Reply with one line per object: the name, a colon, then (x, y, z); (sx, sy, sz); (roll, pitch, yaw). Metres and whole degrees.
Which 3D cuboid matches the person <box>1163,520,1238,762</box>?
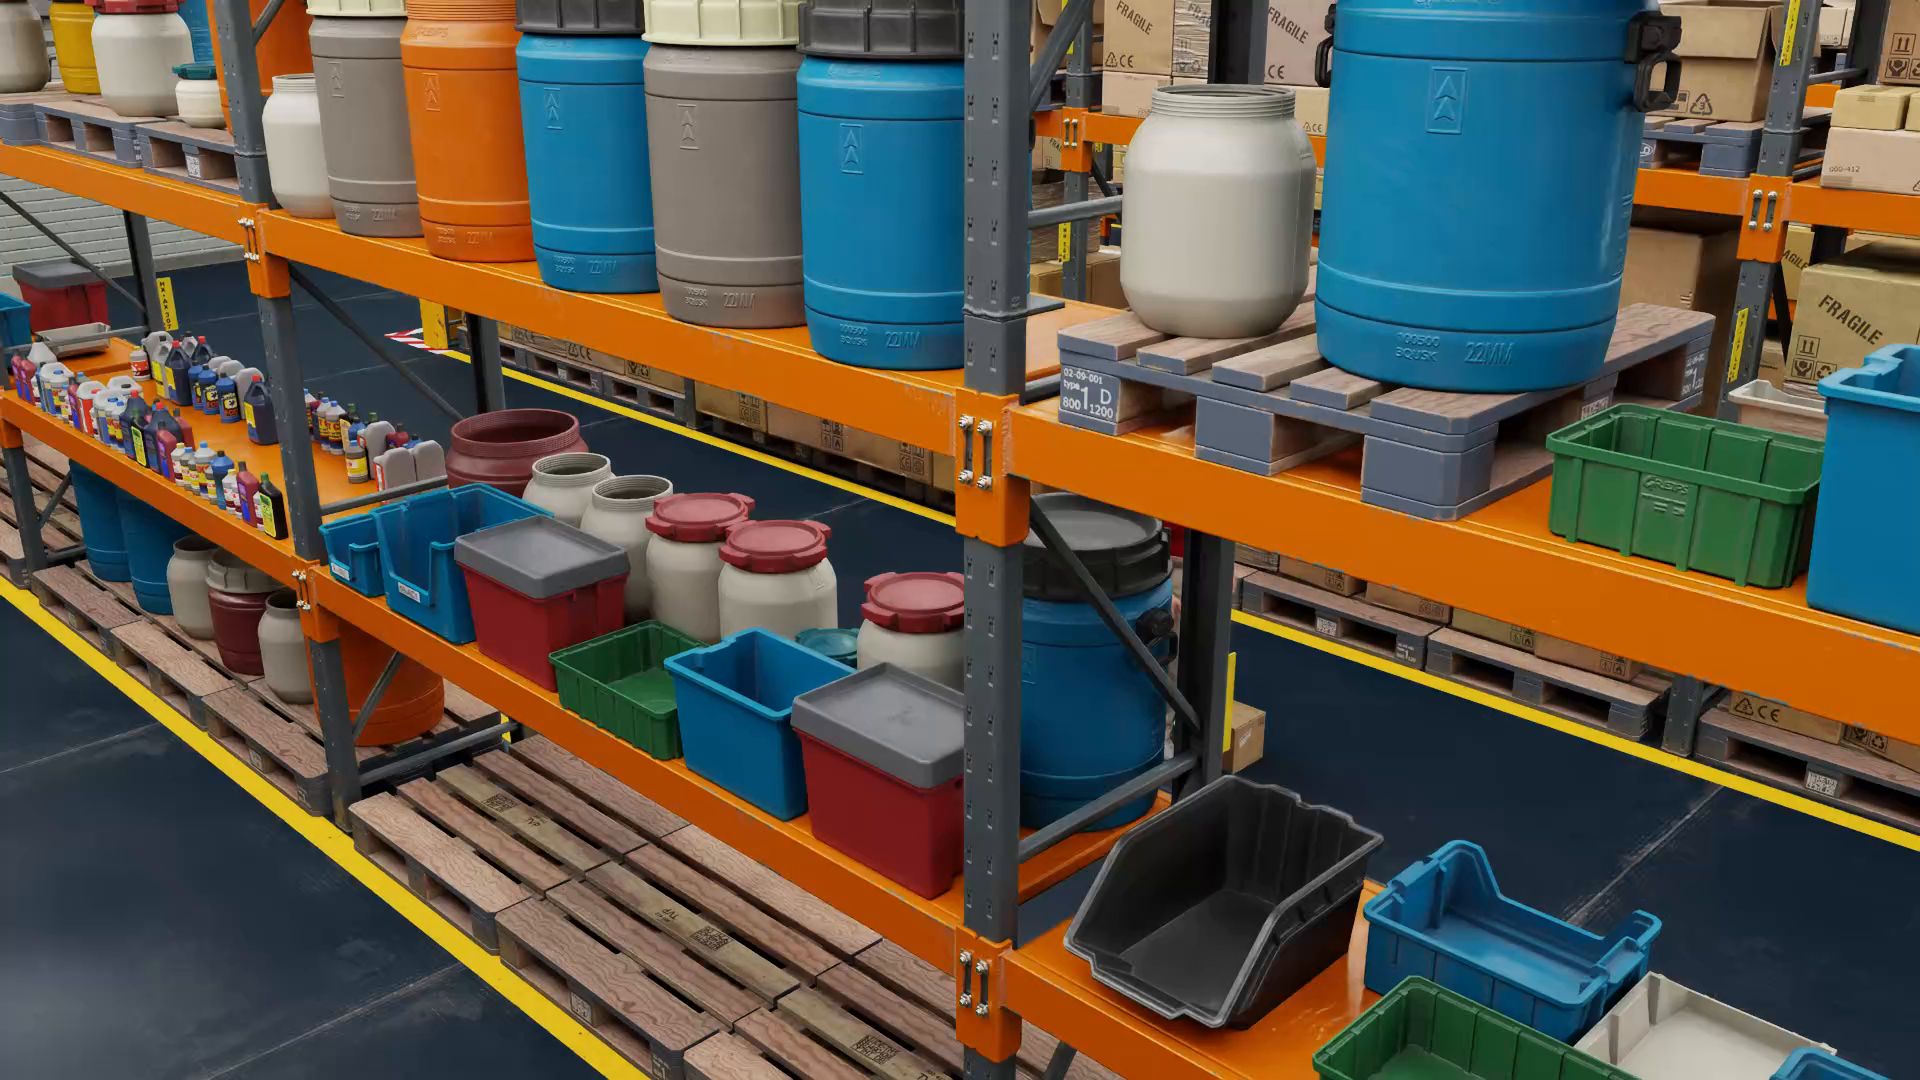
person: (1.128, 0.204, 8.048); (0.393, 1.727, 0.586); (19, 28, 41)
